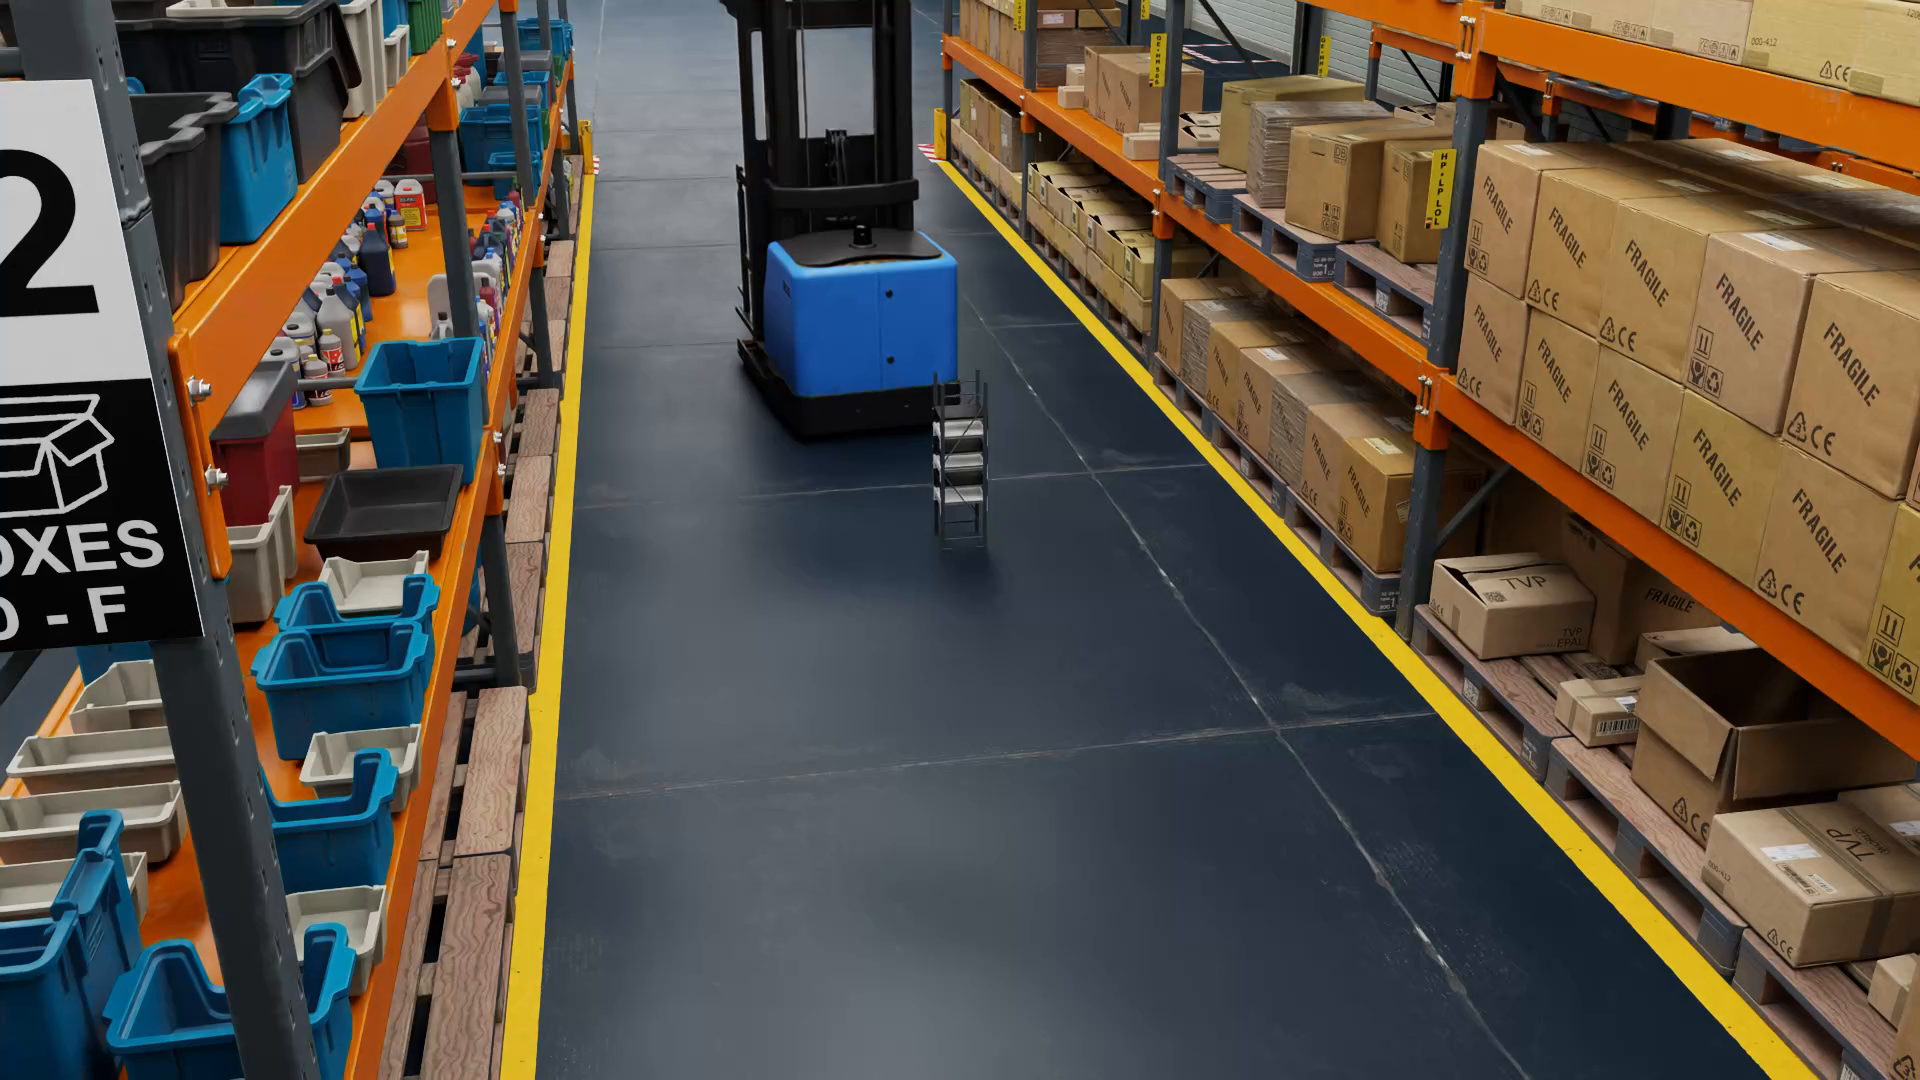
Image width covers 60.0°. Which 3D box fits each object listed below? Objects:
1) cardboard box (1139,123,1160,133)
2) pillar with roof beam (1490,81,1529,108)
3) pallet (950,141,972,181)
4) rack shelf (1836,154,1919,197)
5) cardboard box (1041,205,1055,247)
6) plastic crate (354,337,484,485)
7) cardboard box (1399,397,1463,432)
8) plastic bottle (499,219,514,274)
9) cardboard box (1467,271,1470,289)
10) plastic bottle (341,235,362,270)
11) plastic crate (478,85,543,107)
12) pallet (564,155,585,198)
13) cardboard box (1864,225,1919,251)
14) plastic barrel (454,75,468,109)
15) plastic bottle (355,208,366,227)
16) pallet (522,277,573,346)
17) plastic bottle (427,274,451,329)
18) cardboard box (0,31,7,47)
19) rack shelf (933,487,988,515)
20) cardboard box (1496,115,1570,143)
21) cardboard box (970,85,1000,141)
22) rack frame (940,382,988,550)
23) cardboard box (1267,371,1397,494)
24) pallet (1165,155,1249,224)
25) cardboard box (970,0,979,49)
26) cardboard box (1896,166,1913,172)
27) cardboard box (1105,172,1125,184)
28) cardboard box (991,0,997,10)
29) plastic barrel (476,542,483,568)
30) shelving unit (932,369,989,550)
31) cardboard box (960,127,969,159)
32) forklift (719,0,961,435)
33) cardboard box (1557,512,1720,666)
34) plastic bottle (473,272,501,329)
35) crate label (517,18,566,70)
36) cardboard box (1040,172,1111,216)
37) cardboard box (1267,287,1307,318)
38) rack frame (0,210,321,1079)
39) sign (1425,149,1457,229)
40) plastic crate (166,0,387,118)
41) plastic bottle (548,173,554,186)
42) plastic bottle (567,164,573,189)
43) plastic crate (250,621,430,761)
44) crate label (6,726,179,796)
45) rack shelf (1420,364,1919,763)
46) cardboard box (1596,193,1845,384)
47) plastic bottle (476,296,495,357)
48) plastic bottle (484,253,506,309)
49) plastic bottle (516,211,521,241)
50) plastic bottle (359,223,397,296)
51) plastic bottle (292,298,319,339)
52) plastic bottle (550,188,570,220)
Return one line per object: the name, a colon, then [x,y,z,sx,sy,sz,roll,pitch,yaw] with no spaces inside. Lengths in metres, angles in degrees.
cardboard box: [1.500,-2.916,11.992,0.380,0.149,0.250,-3,24,-6]
pillar with roof beam: [1.928,-8.267,16.436,9.100,9.000,0.400,-4,24,-10]
pallet: [0.495,-4.105,17.884,1.003,0.211,1.213,-4,24,-10]
rack shelf: [7.029,-1.785,9.988,1.077,0.370,4.000,-4,24,-10]
cardboard box: [0.976,-2.661,14.006,0.500,0.250,0.500,-4,24,-8]
plastic crate: [-1.916,-0.457,5.993,0.392,0.384,0.575,-4,24,-10]
cardboard box: [2.572,-0.433,8.568,0.500,0.500,0.500,-4,24,-9]
plastic bottle: [-2.372,-1.538,8.669,0.061,0.283,0.133,-4,24,-10]
cardboard box: [2.663,-1.401,7.561,0.700,0.500,0.500,-13,27,-27]
plastic bottle: [-3.058,-1.372,8.298,0.152,0.276,0.135,-4,24,-10]
plastic crate: [-3.075,-2.856,11.461,0.402,0.464,0.583,-4,24,-10]
pallet: [-4.351,-3.691,16.937,1.003,0.211,1.213,-4,24,-10]
cardboard box: [3.161,-0.687,5.200,0.500,0.500,0.500,-5,24,-10]
plastic barrel: [-3.640,-2.953,11.593,0.433,0.535,0.433,0,24,0]
plastic bottle: [-3.249,-1.683,9.000,0.061,0.283,0.133,-4,24,-10]
pallet: [-3.404,-1.677,12.326,1.003,0.211,1.213,-4,24,-10]
plastic bottle: [-2.369,-1.101,7.679,0.152,0.276,0.135,-4,24,-10]
cardboard box: [-9.089,-4.524,14.865,0.875,0.500,0.500,-4,24,-10]
rack shelf: [0.001,-0.214,8.648,0.258,0.077,0.200,-4,24,-10]
cardboard box: [5.688,-3.936,16.588,0.500,0.500,0.500,-6,24,-14]
cardboard box: [0.392,-4.336,16.905,0.500,0.500,0.500,-4,24,-10]
rack frame: [0.020,-0.369,8.471,0.240,0.900,0.006,-4,24,-10]
cardboard box: [1.983,-0.581,8.907,0.500,0.500,0.500,-4,24,-9]
pallet: [1.986,-2.184,10.243,1.213,0.211,1.003,-4,24,-10]
cardboard box: [0.488,-5.335,17.093,0.700,0.500,0.500,-4,24,-8]
cardboard box: [6.530,-2.549,11.128,0.380,0.149,0.250,-4,24,-9]
cardboard box: [1.511,-2.954,13.976,0.500,0.311,0.500,-4,24,-8]
cardboard box: [0.506,-5.145,15.846,0.380,0.149,0.250,-4,24,-8]
plastic barrel: [-2.552,-0.319,7.831,0.600,0.901,0.708,-4,24,-10]
shelving unit: [0.001,-0.409,8.563,0.258,0.900,0.210,-4,24,-10]
cardboard box: [0.289,-4.189,17.504,0.500,0.250,0.500,-4,24,-10]
forklift: [-0.914,-2.540,10.904,1.130,2.935,3.031,-7,25,-16]
cardboard box: [2.915,0.187,7.147,0.500,0.500,0.500,-4,24,-10]
plastic bottle: [-2.220,-1.112,7.704,0.152,0.276,0.135,-4,24,-10]
crate label: [-3.950,-4.627,15.553,0.502,0.435,0.616,-4,24,-10]
cardboard box: [0.971,-2.918,13.893,0.500,0.311,0.500,-5,24,-10]
cardboard box: [2.210,-1.561,10.212,0.500,0.250,0.500,-3,24,-8]
rack frame: [-1.598,0.978,2.762,1.000,3.000,0.127,-4,24,-10]
sign: [1.986,-1.448,6.871,0.100,0.325,0.005,-4,24,-10]
plastic crate: [-1.704,-1.236,4.234,0.437,0.282,0.530,-4,24,-10]
plastic bottle: [-3.813,-3.264,15.329,0.152,0.276,0.135,-4,24,-10]
plastic bottle: [-3.741,-3.423,15.692,0.152,0.276,0.135,-5,24,-11]
plastic crate: [-1.563,0.388,4.247,0.416,0.233,0.300,-4,24,-10]
crate label: [-2.041,0.542,4.017,0.396,0.136,0.243,-4,24,-10]
rack shelf: [2.901,0.156,5.543,1.077,0.370,4.000,-4,24,-10]
cardboard box: [2.532,-0.853,5.581,0.500,0.500,0.500,-5,24,-11]
plastic bottle: [-2.111,-0.938,7.310,0.097,0.271,0.097,0,24,0]
plastic bottle: [-2.257,-1.249,8.023,0.097,0.271,0.097,0,24,0]
plastic bottle: [-2.519,-1.774,9.312,0.097,0.201,0.097,0,24,0]
plastic bottle: [-2.908,-1.407,8.286,0.144,0.351,0.185,-4,24,-10]
plastic bottle: [-2.829,-0.910,7.147,0.144,0.351,0.185,-4,24,-10]
plastic bottle: [-3.532,-2.978,14.674,0.152,0.276,0.135,-3,24,-8]
